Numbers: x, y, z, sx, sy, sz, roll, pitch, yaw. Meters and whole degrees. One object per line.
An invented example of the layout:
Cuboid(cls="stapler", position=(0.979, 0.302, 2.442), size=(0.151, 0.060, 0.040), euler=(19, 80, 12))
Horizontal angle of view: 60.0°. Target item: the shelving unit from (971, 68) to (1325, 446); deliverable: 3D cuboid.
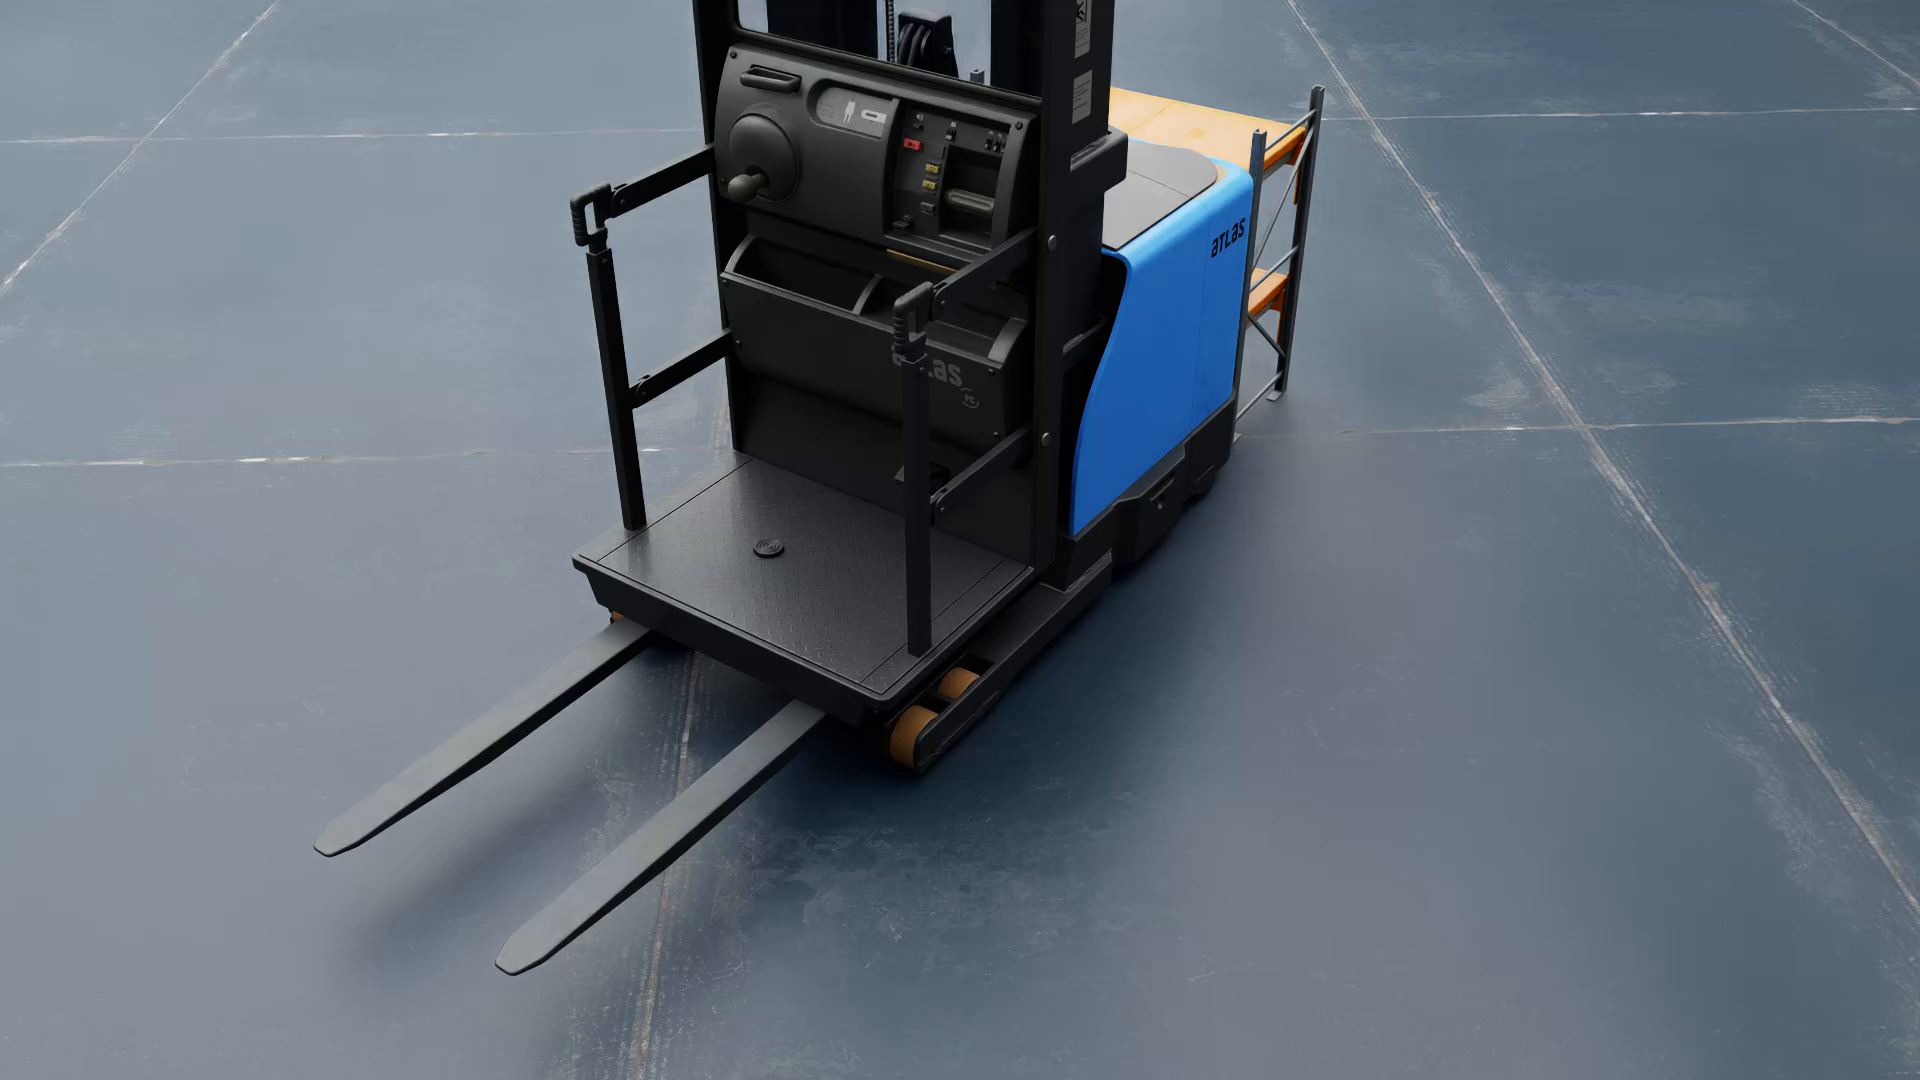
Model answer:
Cuboid(cls="shelving unit", position=(0.612, -1.052, 5.782), size=(1.048, 1.125, 0.538), euler=(20, 39, 26))

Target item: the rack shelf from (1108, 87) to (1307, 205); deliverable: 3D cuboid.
Cuboid(cls="rack shelf", position=(0.612, -1.293, 5.615), size=(1.000, 0.278, 0.538), euler=(20, 39, 26))

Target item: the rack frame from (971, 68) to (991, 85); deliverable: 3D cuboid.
Cuboid(cls="rack frame", position=(0.184, -1.208, 6.008), size=(0.032, 1.125, 0.500), euler=(20, 39, 26))

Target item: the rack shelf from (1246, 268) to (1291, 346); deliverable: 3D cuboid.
Cuboid(cls="rack shelf", position=(0.612, -0.851, 5.921), size=(1.000, 0.278, 0.538), euler=(20, 39, 26))

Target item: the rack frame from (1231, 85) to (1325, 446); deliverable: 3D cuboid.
Cuboid(cls="rack frame", position=(1.039, -0.896, 5.556), size=(0.032, 1.125, 0.500), euler=(20, 39, 26))

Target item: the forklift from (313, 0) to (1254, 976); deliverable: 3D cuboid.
Cuboid(cls="forklift", position=(-0.357, -0.914, 3.995), size=(1.130, 2.935, 3.031), euler=(22, 40, 28))
